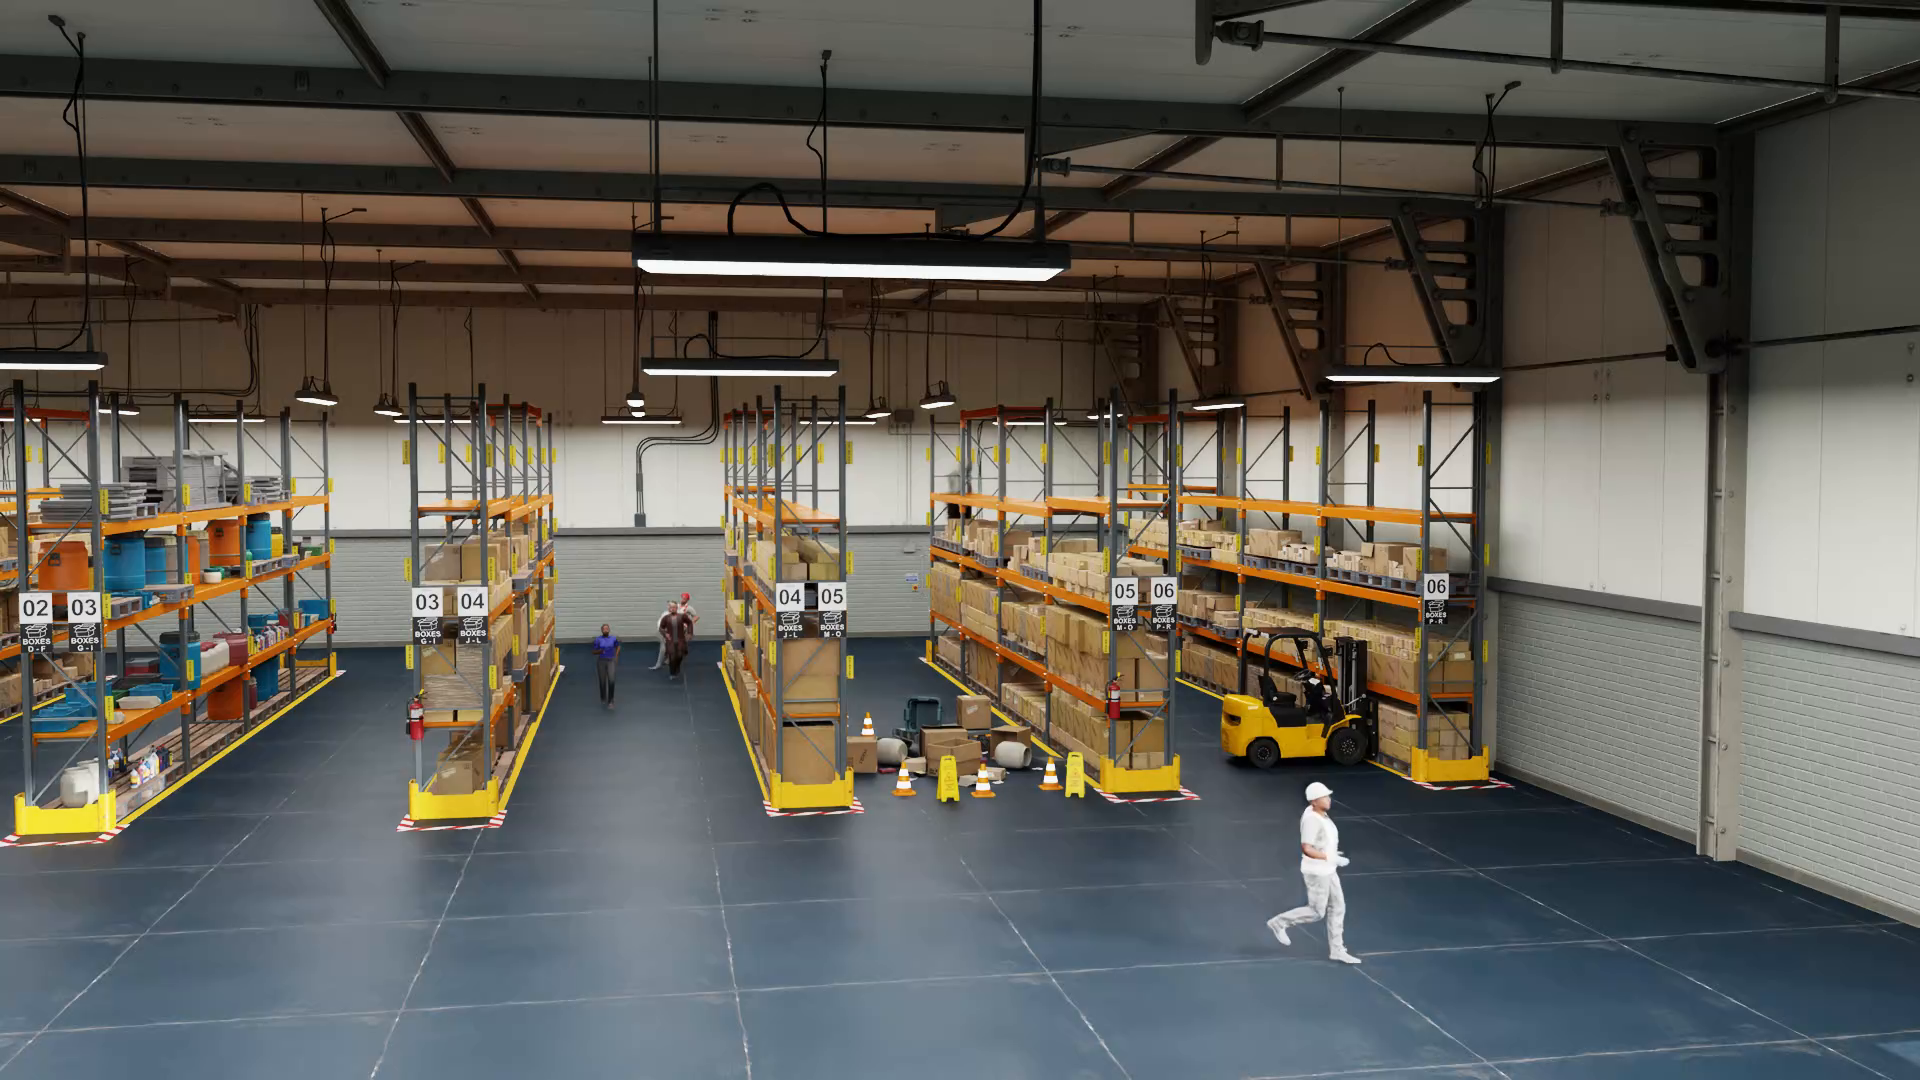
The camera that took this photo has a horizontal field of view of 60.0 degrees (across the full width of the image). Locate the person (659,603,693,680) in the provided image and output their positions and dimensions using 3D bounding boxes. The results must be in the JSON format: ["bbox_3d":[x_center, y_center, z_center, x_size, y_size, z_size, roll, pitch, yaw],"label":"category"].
[{"bbox_3d":[-6.326,2.267,37.002,0.749,1.738,0.691,0,3,-9],"label":"person"}]

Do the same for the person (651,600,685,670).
[{"bbox_3d":[-6.792,2.206,38.793,0.675,1.629,0.822,1,3,22],"label":"person"}]

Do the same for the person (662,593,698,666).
[{"bbox_3d":[-6.693,2.124,39.548,0.733,1.732,0.852,3,4,44],"label":"person"}]

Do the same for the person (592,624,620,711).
[{"bbox_3d":[-7.008,2.558,32.906,0.533,1.620,0.714,-1,3,-13],"label":"person"}]

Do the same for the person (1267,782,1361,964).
[{"bbox_3d":[3.520,3.287,16.479,0.916,1.782,0.682,1,3,24],"label":"person"}]
